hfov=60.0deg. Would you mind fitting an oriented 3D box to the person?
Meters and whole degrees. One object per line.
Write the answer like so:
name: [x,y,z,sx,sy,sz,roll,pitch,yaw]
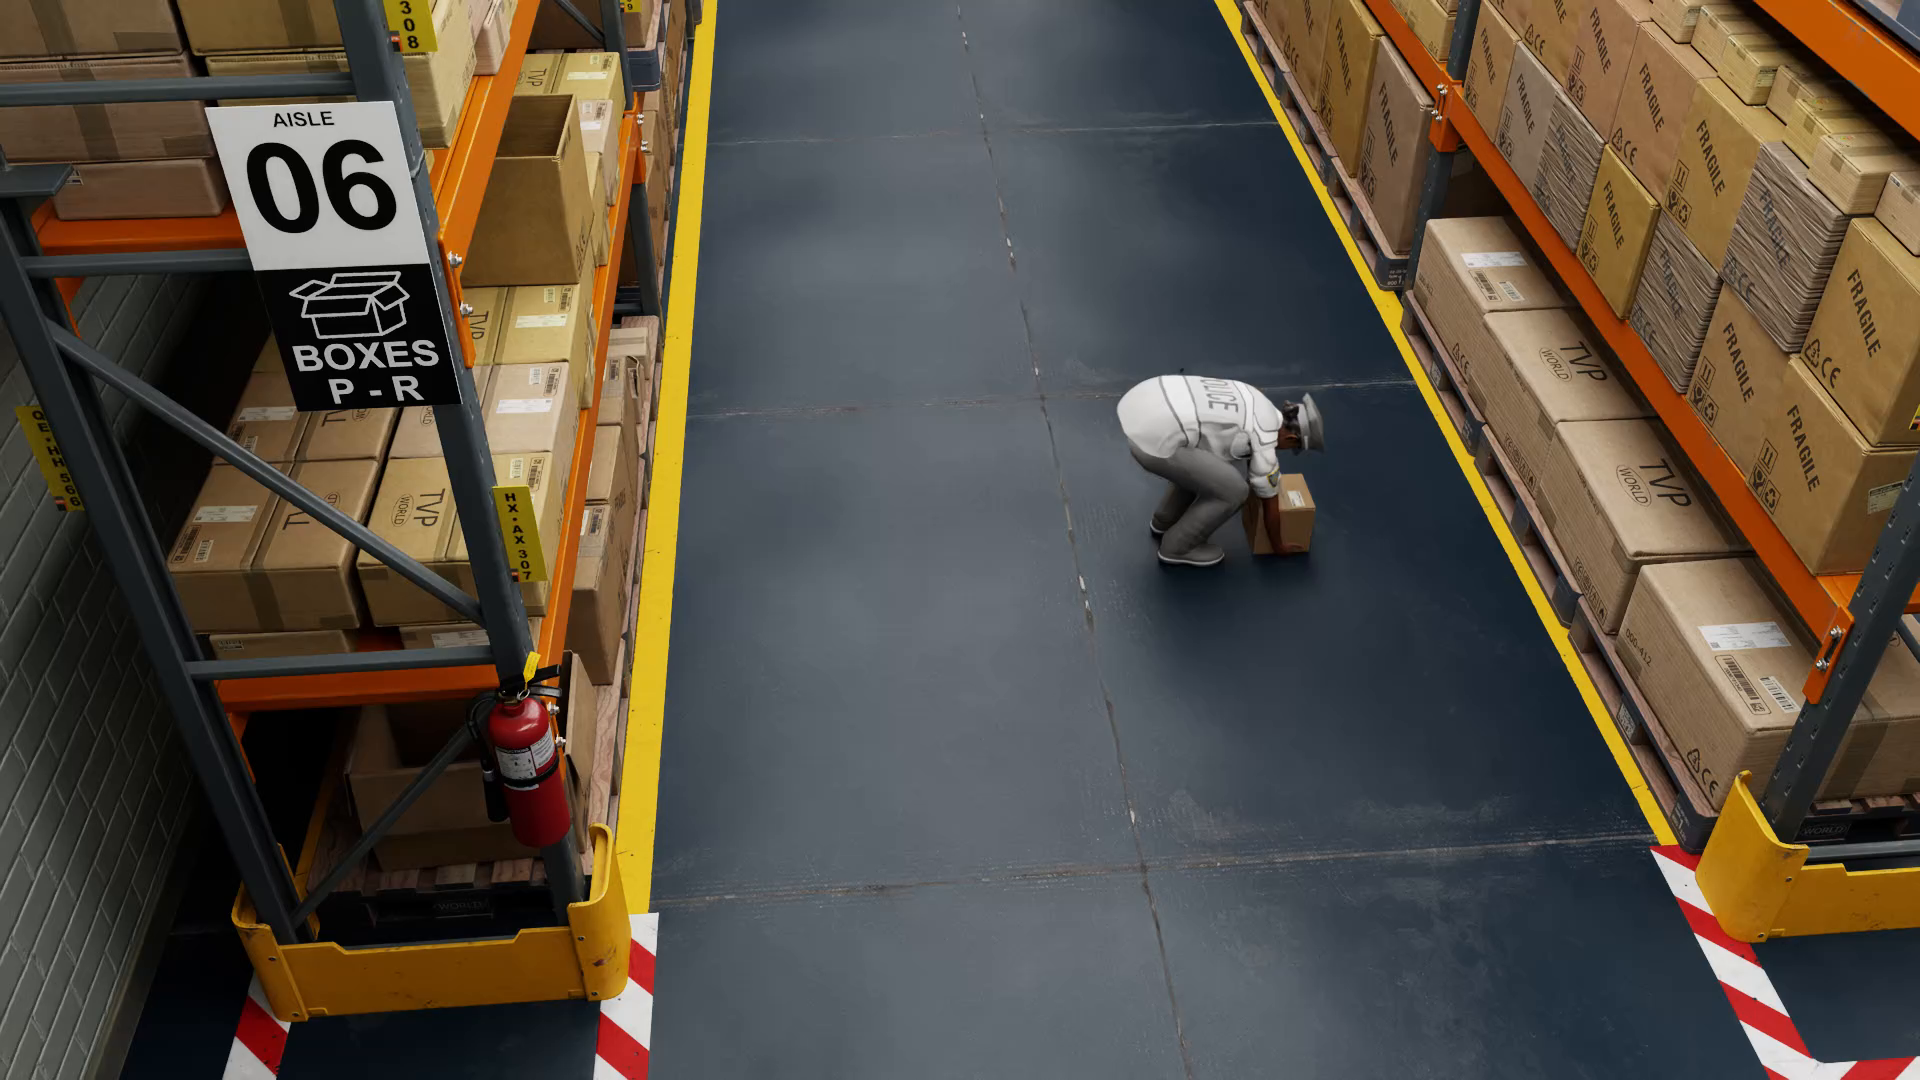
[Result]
person: [1.119,-0.322,7.187,0.909,0.858,0.450,-5,40,-6]
